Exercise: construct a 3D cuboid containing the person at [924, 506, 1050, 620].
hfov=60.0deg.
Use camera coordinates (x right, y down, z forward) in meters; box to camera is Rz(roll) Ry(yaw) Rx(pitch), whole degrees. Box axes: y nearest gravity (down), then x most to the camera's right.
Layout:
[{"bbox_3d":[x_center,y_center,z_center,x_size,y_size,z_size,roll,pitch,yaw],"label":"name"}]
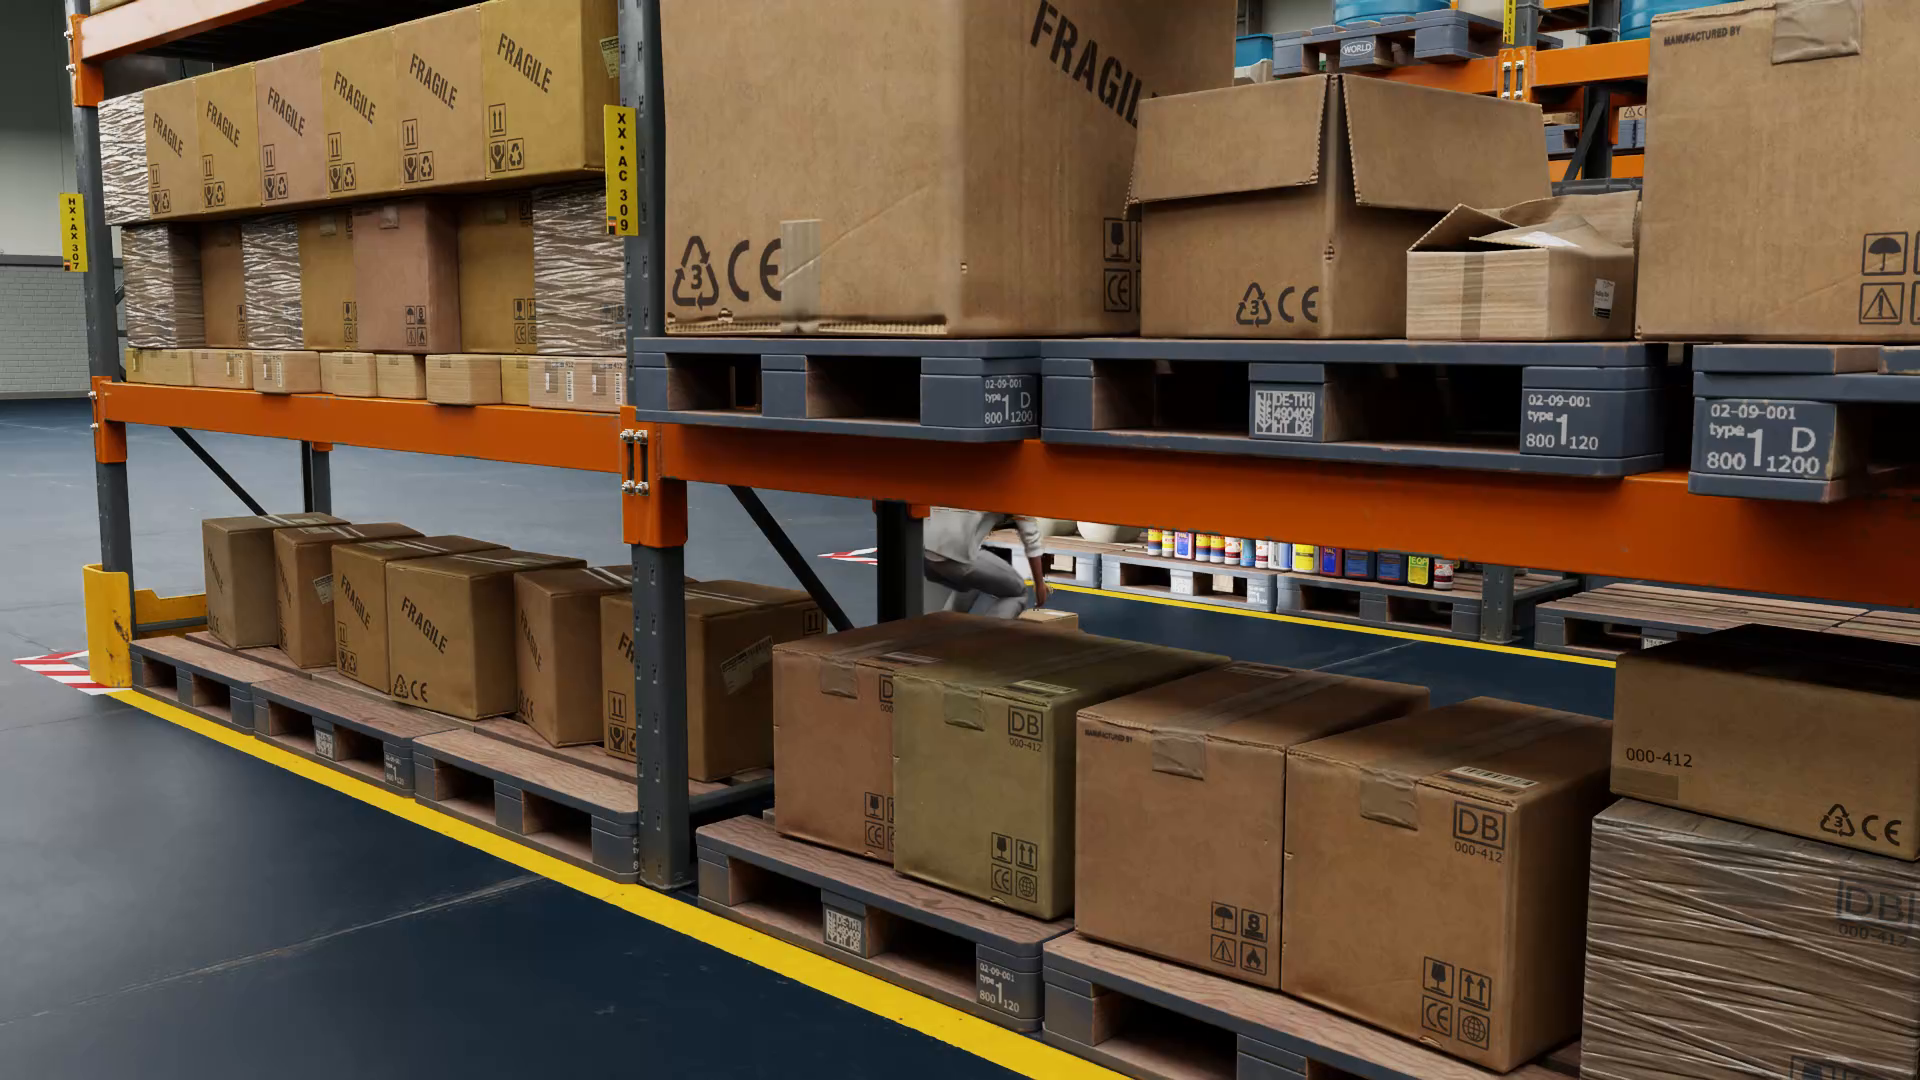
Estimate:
[{"bbox_3d":[6.748,-1.527,0.374,19.232,6.004,24.894,7,10,43],"label":"person"}]
